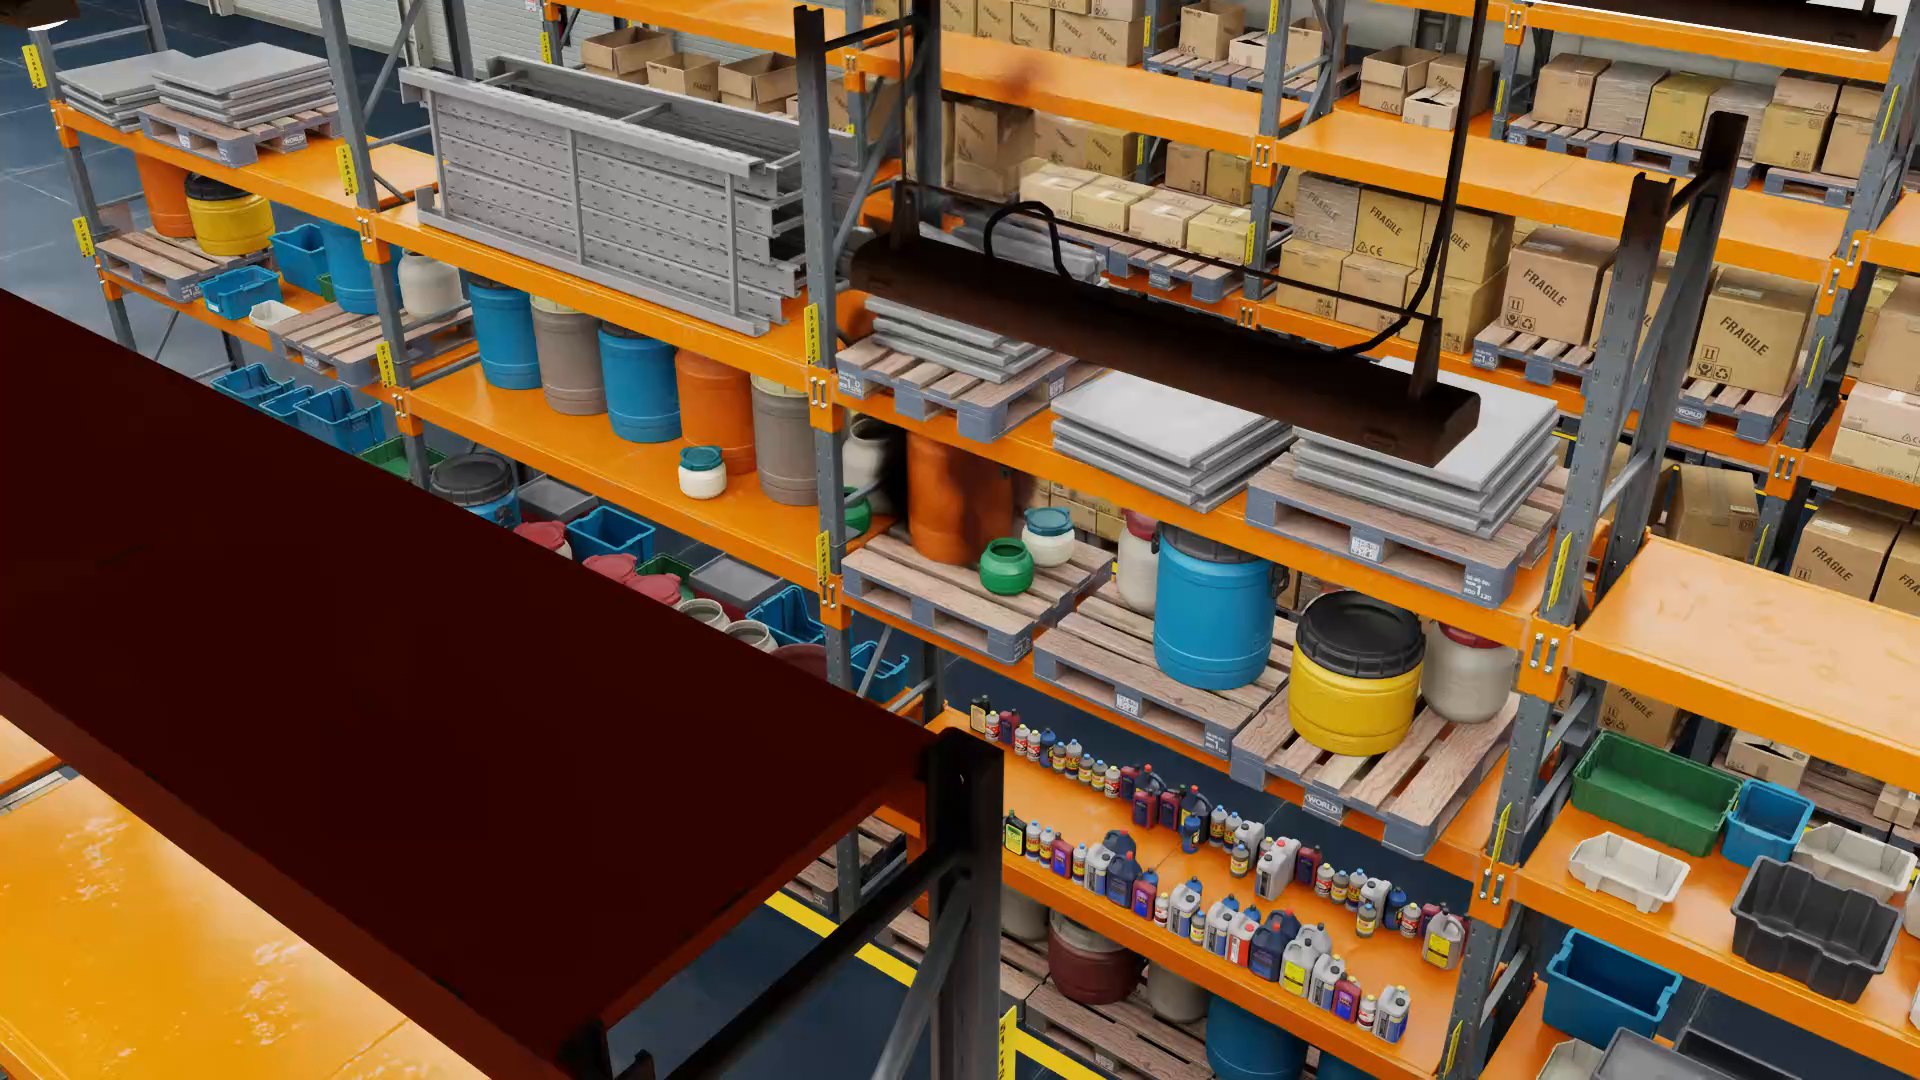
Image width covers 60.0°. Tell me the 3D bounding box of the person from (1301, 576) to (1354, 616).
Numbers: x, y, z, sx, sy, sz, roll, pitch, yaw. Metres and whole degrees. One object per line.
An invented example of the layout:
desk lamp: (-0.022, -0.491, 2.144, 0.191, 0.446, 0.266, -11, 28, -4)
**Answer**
person: (2.528, 0.860, 11.616, 0.749, 1.798, 0.663, 19, 36, 28)
